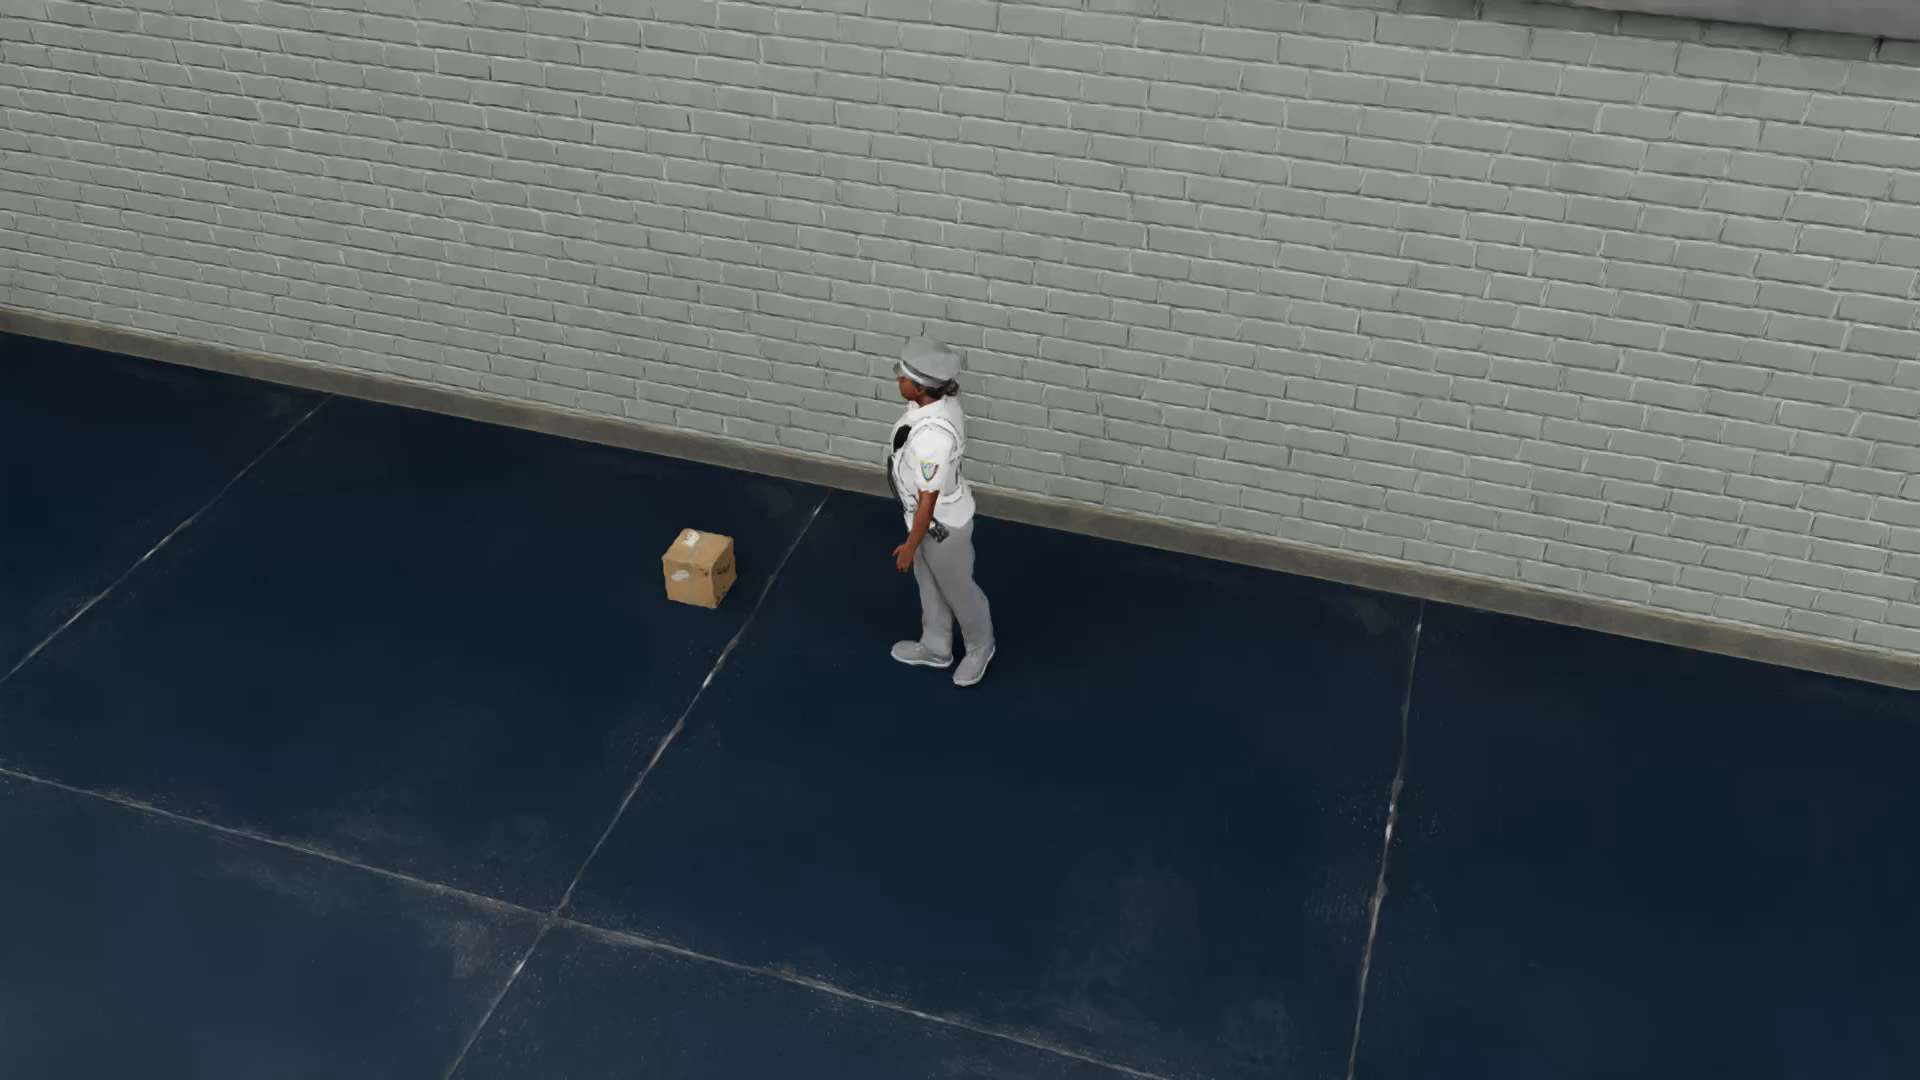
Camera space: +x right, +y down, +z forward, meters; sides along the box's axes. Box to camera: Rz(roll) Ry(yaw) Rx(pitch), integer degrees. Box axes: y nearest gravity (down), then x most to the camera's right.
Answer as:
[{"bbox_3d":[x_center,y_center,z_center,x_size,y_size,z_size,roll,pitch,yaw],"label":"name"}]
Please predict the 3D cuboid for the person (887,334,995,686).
[{"bbox_3d":[-0.072,-0.094,6.989,0.472,1.695,0.449,-4,37,-6],"label":"person"}]
